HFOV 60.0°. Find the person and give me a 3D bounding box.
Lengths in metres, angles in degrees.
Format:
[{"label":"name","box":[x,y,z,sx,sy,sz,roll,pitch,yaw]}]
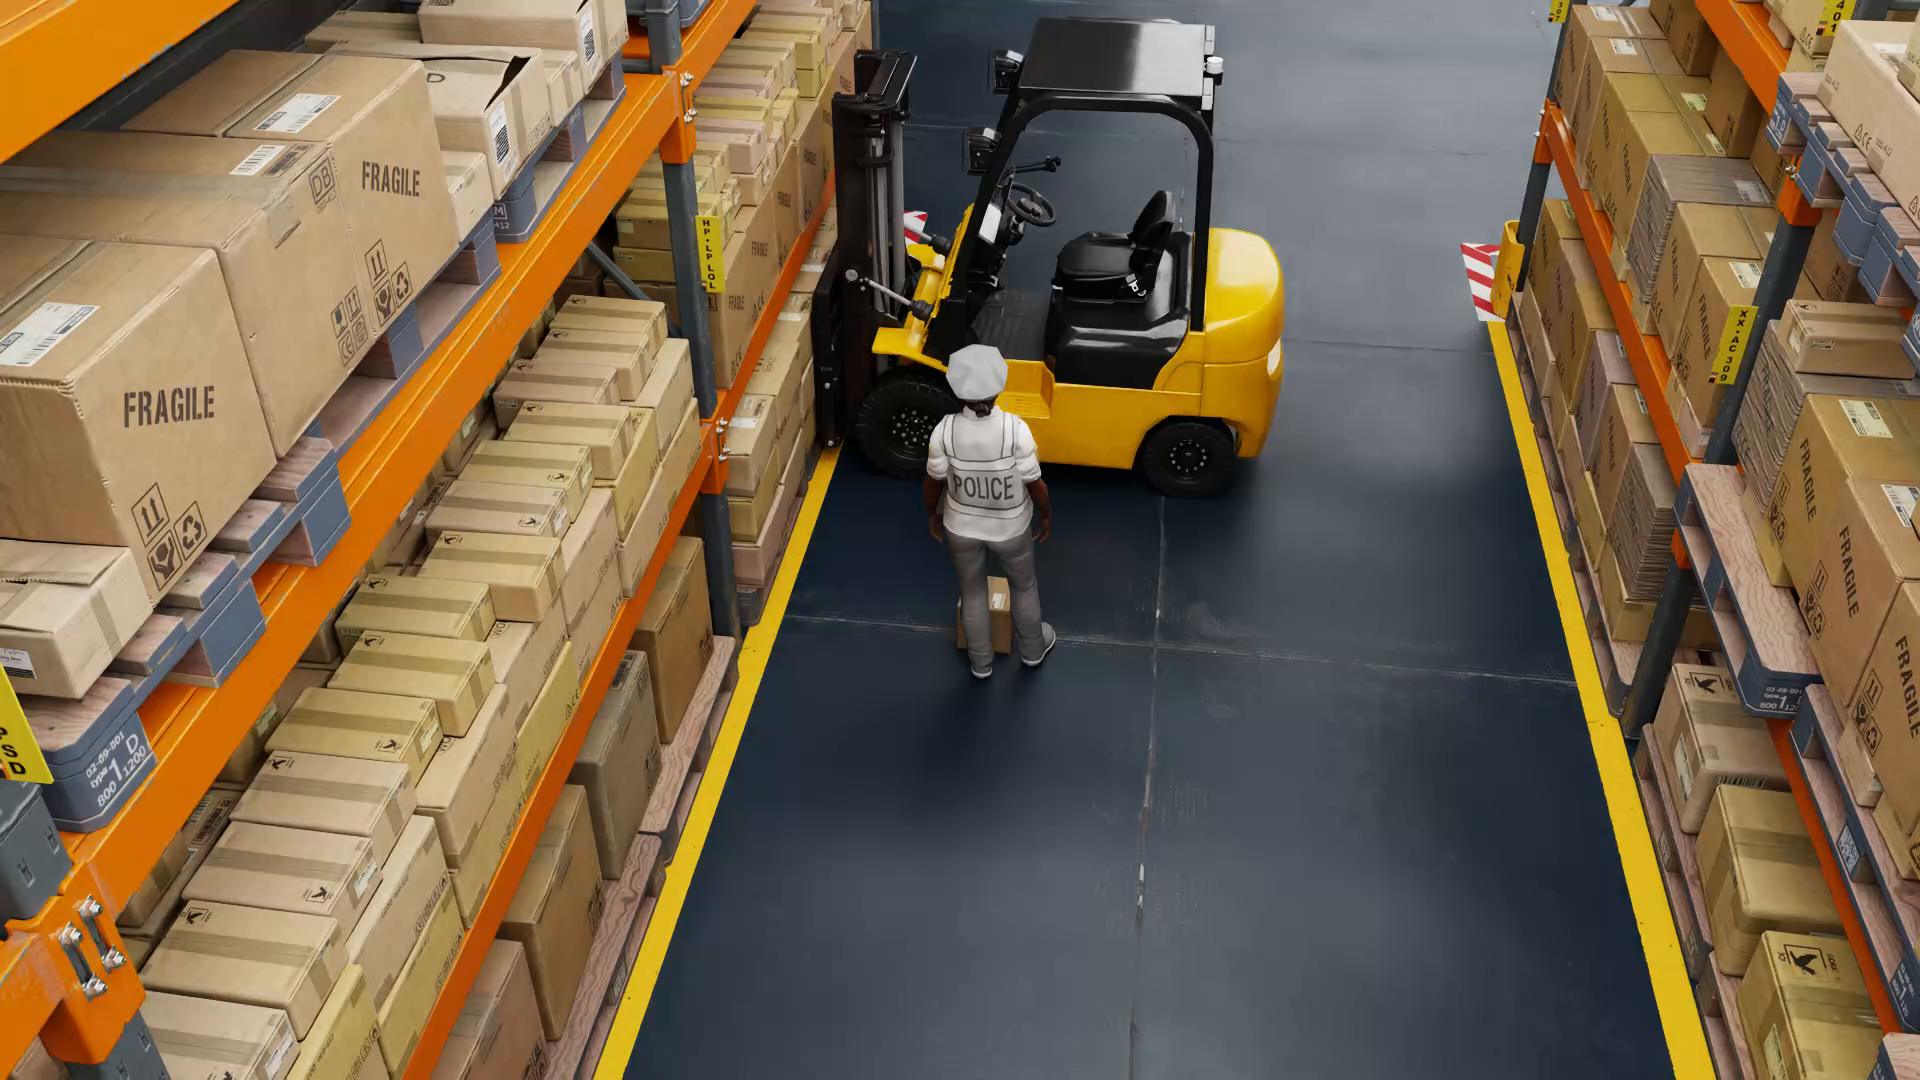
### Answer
[{"label":"person","box":[0.140,-0.123,7.161,0.570,1.696,0.529,4,37,6]}]
